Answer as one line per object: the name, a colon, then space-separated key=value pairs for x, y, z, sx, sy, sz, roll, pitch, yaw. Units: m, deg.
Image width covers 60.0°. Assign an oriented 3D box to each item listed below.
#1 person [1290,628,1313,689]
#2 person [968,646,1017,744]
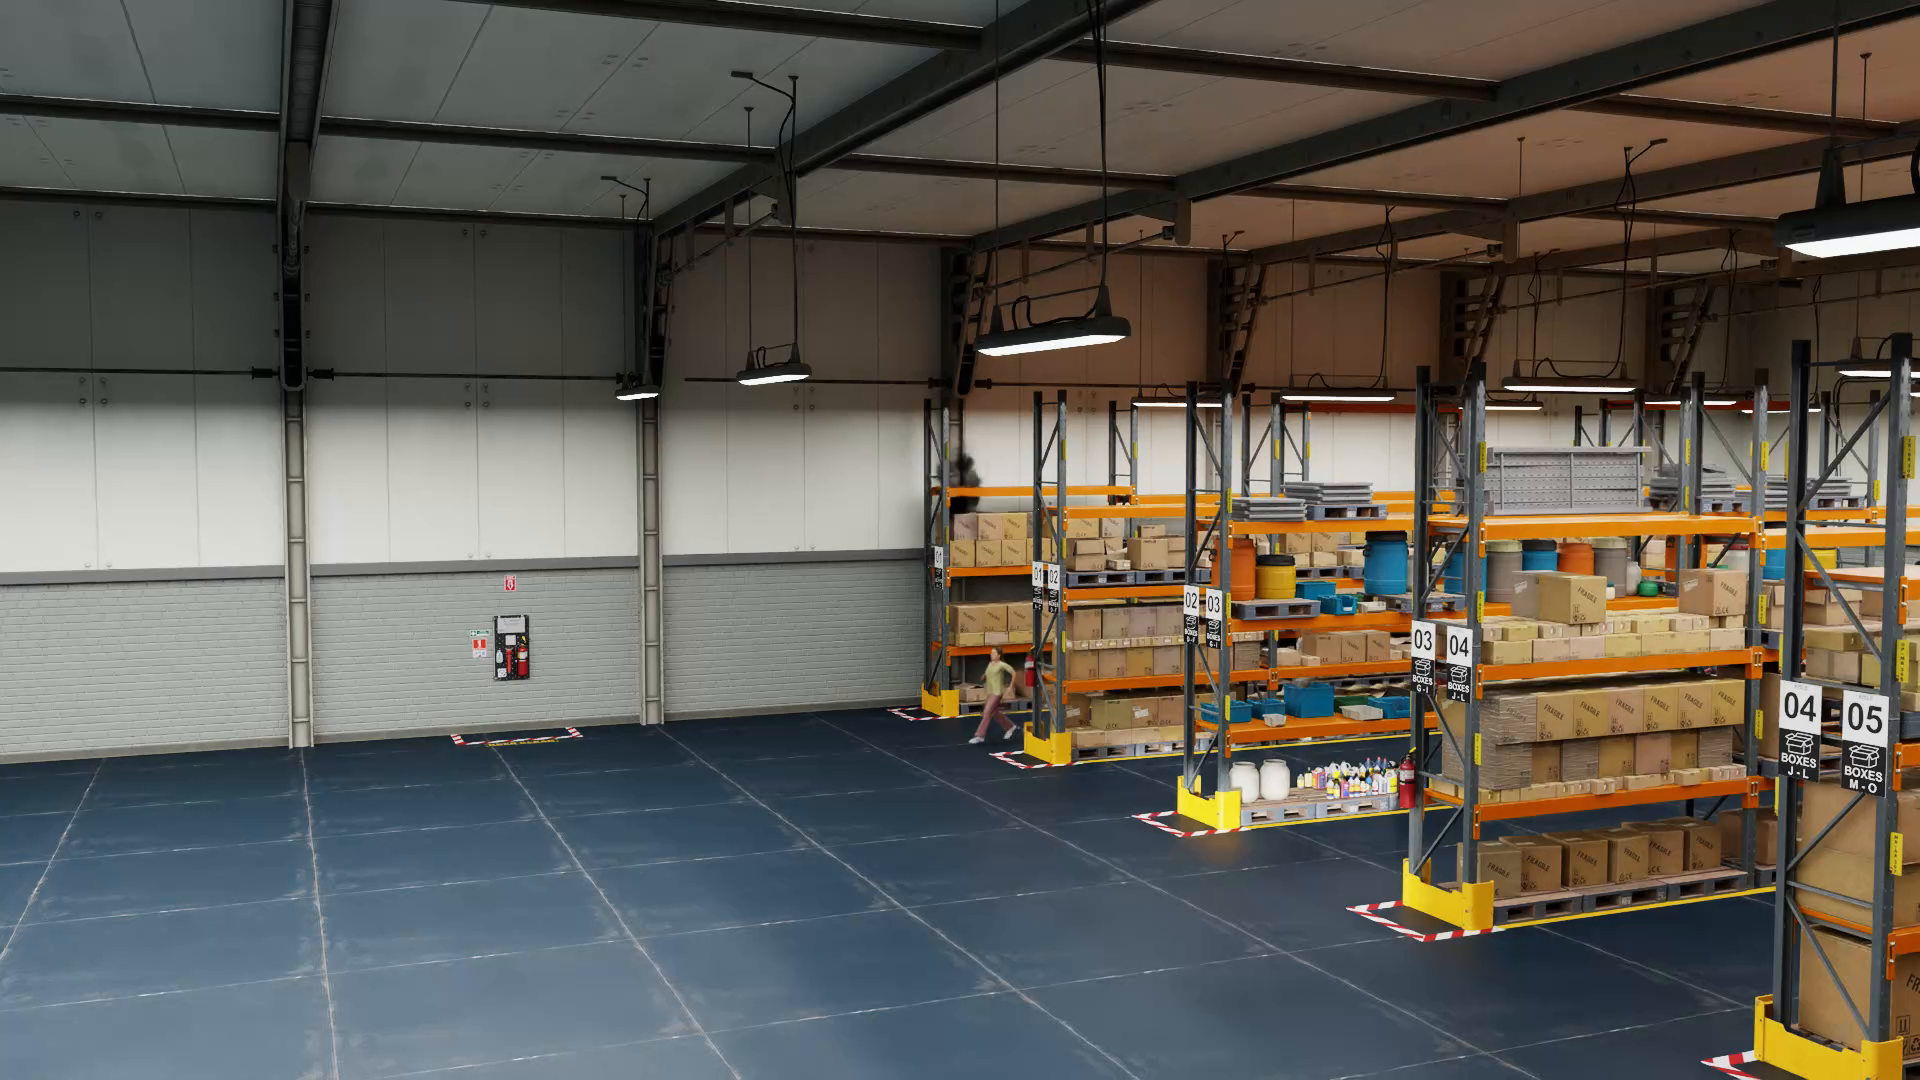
person: x=6.552 y=2.446 z=31.411 sx=0.681 sy=1.733 sz=0.707 roll=-2 pitch=4 yaw=-27
person: x=0.561 y=2.632 z=28.455 sx=0.961 sy=1.637 sz=0.608 roll=-2 pitch=4 yaw=-30
